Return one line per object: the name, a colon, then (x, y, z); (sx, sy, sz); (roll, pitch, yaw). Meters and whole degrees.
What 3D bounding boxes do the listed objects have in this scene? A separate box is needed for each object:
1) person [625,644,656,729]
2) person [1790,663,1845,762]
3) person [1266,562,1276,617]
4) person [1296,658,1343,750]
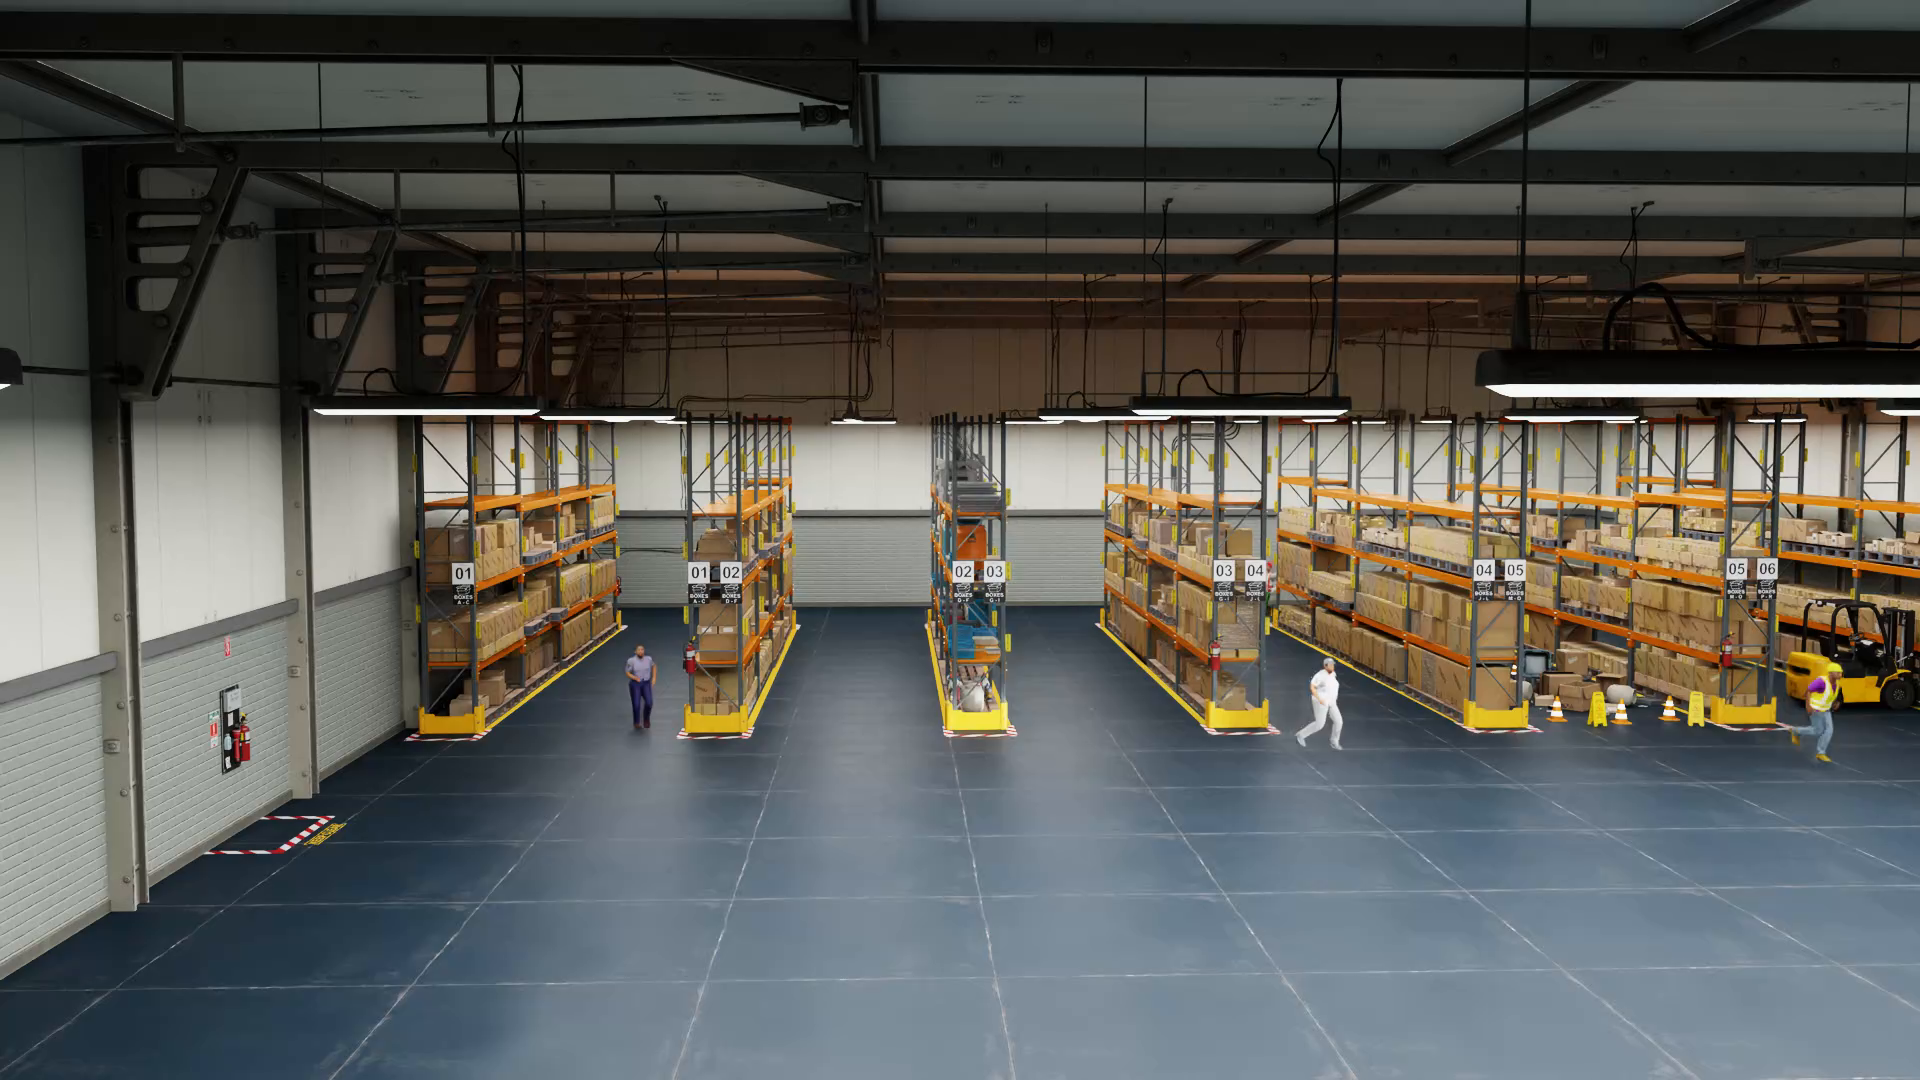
person: (-6.007, 2.782, 31.416); (0.621, 1.644, 0.631); (-2, 4, -22)
person: (14.817, 2.944, 28.738); (0.700, 1.701, 0.911); (-3, 5, -33)
person: (9.047, 1.532, 48.844); (0.832, 1.765, 0.699); (-3, 5, -40)
person: (6.443, 2.927, 29.572); (0.838, 1.671, 0.660); (-4, 5, -42)
